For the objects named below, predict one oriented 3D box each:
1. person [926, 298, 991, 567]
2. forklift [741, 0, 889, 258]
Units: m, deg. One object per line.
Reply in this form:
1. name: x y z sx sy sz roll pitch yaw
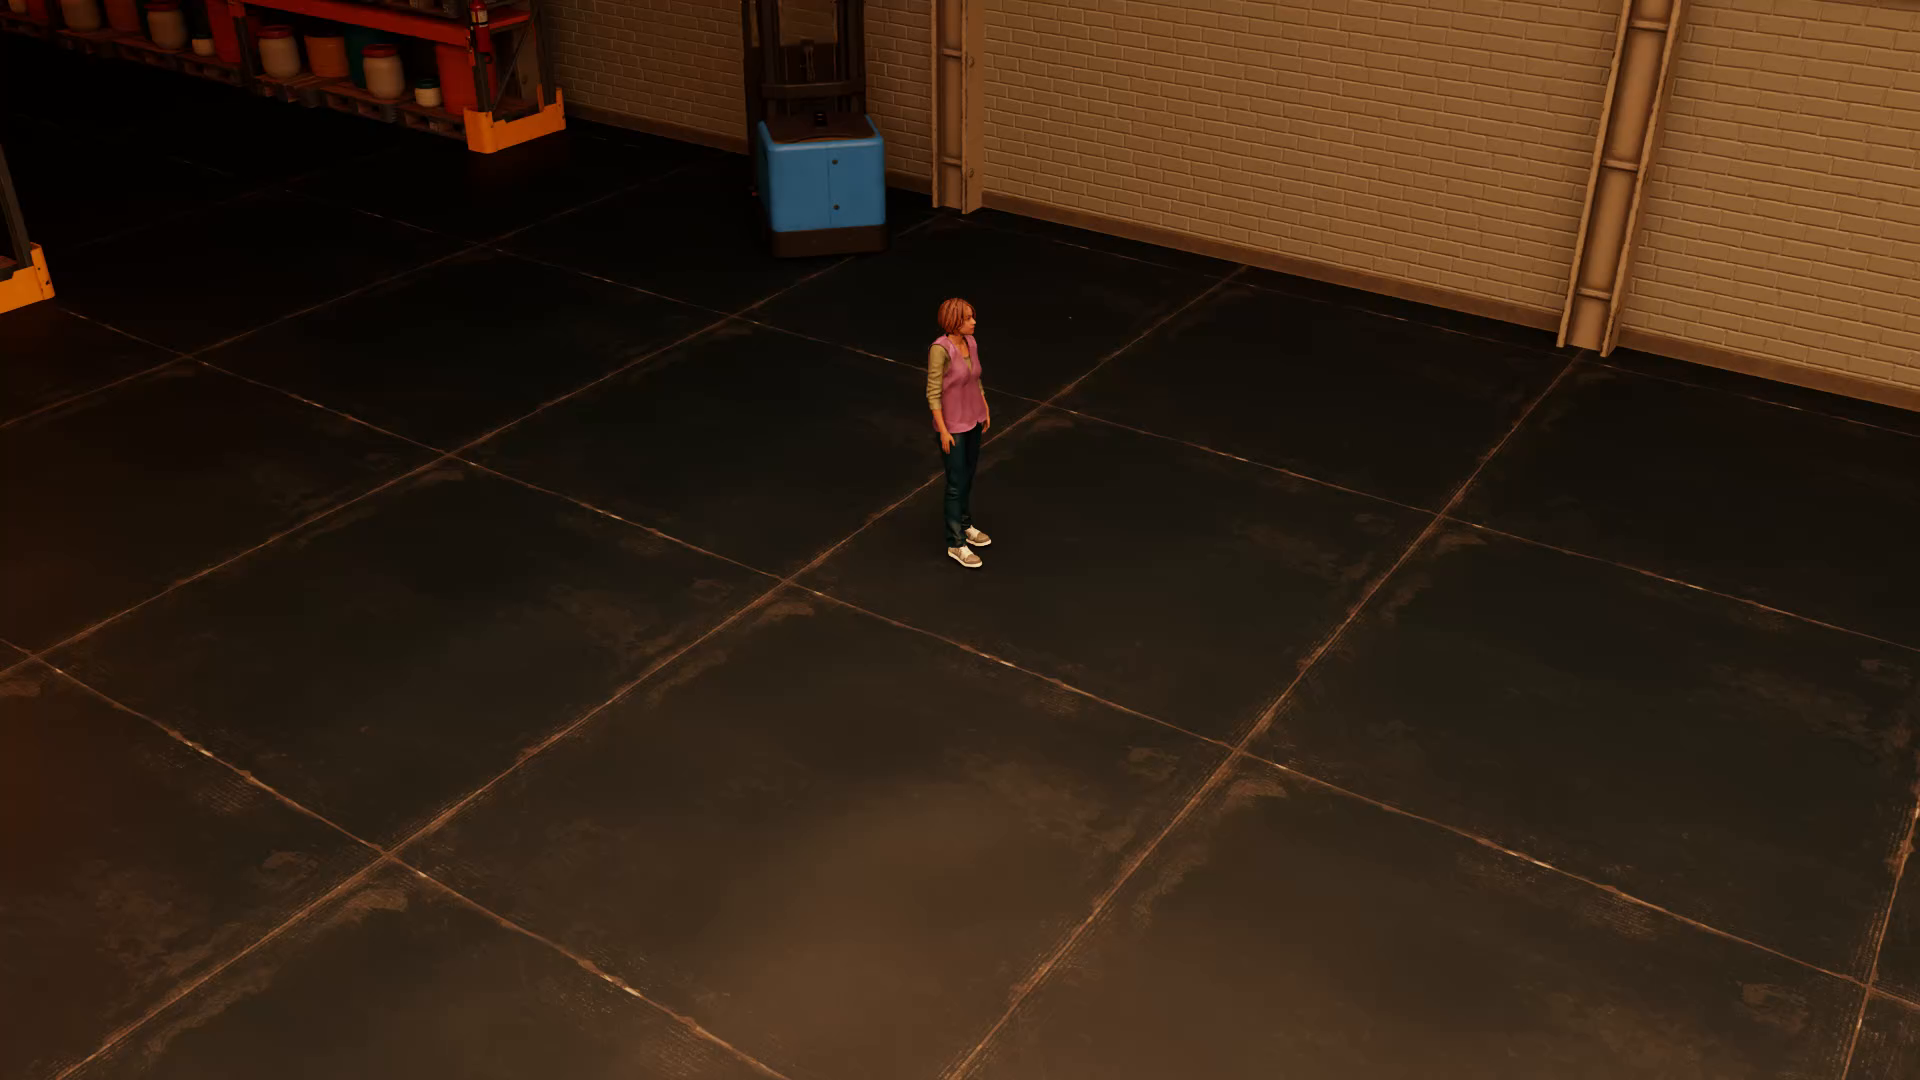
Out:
1. person: 0.054 -0.670 10.049 0.473 1.599 0.520 19 35 29
2. forklift: -1.457 -4.470 15.279 1.130 2.935 3.031 -6 31 -11
